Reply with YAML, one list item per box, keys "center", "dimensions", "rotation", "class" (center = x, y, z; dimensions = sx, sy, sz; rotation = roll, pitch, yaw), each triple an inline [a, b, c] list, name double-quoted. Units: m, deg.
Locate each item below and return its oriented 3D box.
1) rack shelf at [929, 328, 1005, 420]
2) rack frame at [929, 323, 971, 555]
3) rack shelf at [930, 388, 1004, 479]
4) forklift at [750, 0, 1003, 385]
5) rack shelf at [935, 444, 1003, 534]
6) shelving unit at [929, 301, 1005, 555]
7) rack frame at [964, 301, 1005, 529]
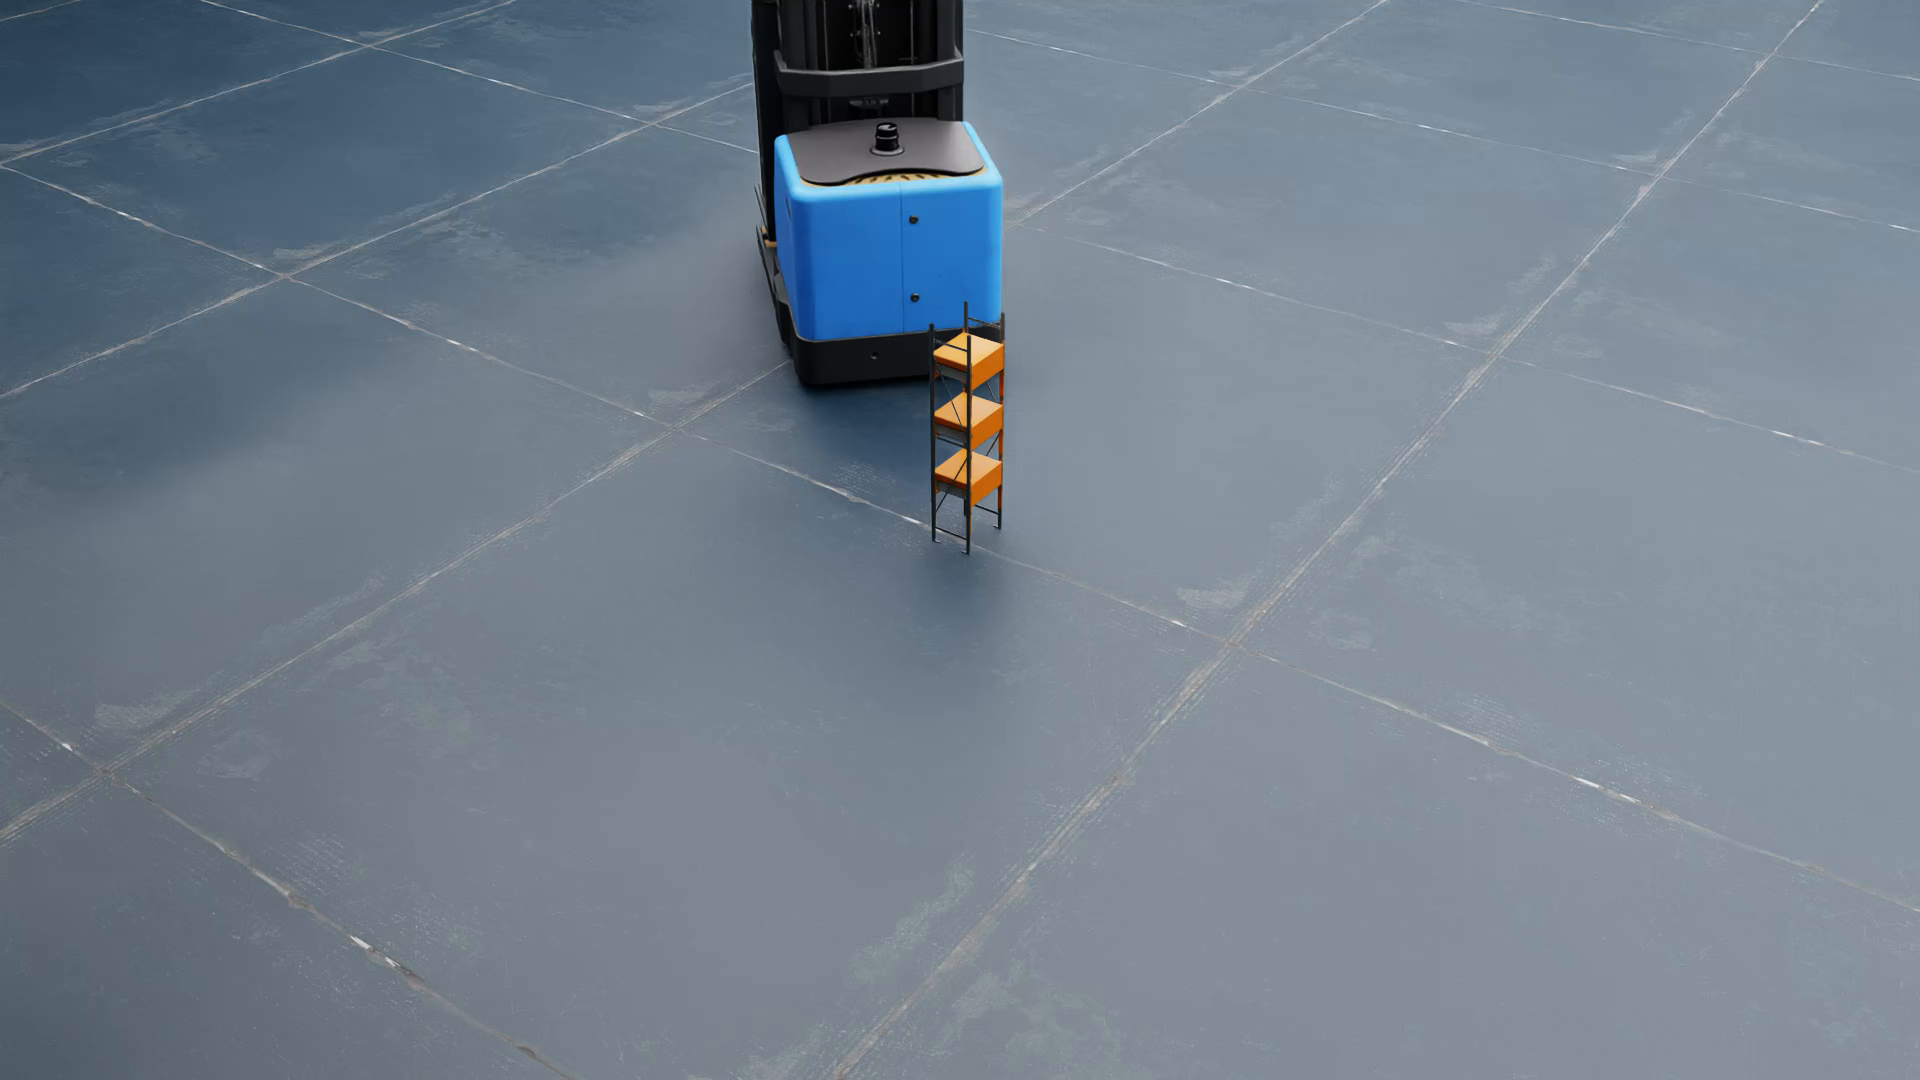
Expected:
- center: [0.031, -0.686, 6.839]
  dimensions: [0.215, 0.259, 0.240]
  rotation: [21, 39, 28]
  class: "rack shelf"
- center: [-0.039, -0.403, 6.909]
  dimensions: [0.200, 1.050, 0.008]
  rotation: [21, 39, 28]
  class: "rack frame"
- center: [0.031, -0.451, 6.998]
  dimensions: [0.215, 0.259, 0.240]
  rotation: [21, 39, 28]
  class: "rack shelf"
- center: [-0.574, -2.805, 8.781]
  dimensions: [1.130, 2.935, 3.031]
  rotation: [-6, 35, -9]
  class: "forklift"
- center: [0.031, -0.221, 7.154]
  dimensions: [0.215, 0.259, 0.240]
  rotation: [21, 39, 28]
  class: "rack shelf"
- center: [0.031, -0.460, 6.992]
  dimensions: [0.215, 1.050, 0.252]
  rotation: [21, 39, 28]
  class: "shelving unit"
- center: [0.100, -0.516, 7.075]
  dimensions: [0.200, 1.050, 0.008]
  rotation: [21, 39, 28]
  class: "rack frame"
